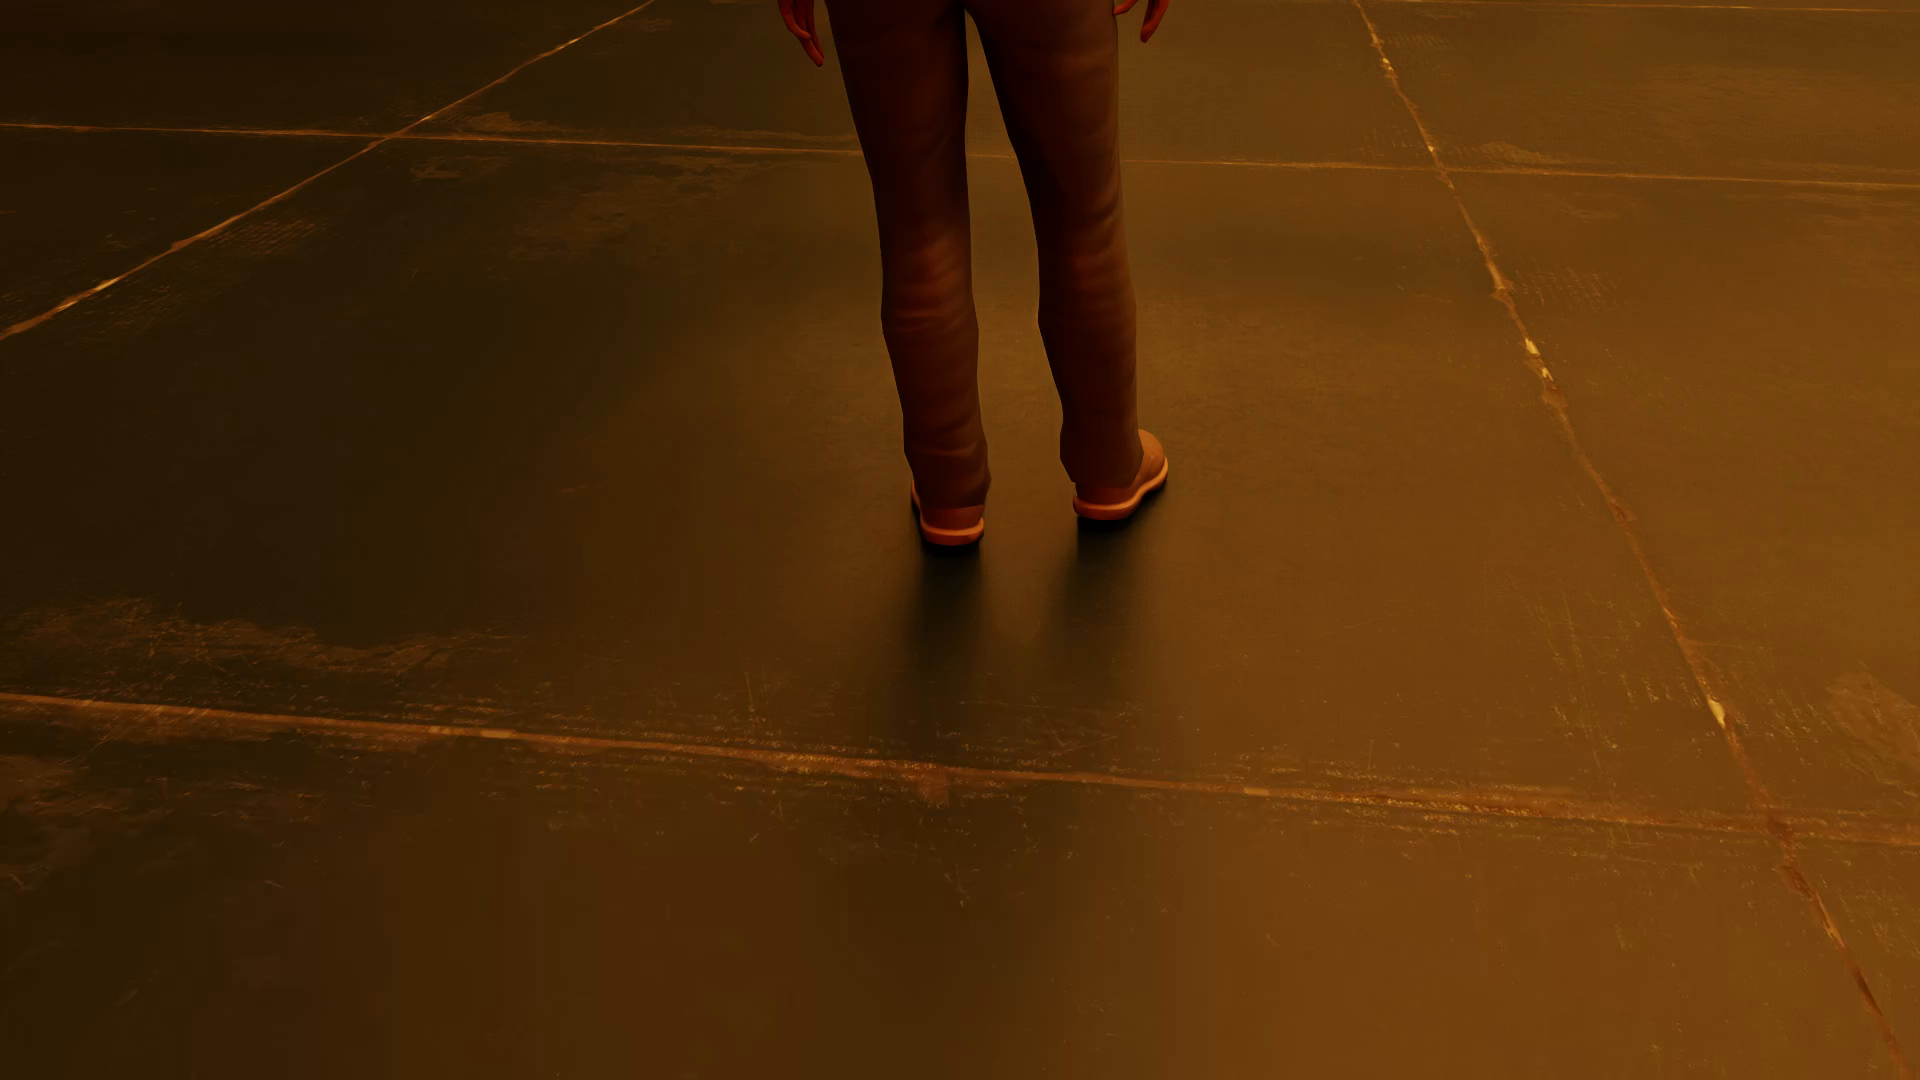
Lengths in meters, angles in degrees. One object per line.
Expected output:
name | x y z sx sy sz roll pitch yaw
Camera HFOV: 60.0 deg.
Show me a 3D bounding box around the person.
person | 0.031 -0.784 2.203 0.569 1.654 0.504 3 27 7
